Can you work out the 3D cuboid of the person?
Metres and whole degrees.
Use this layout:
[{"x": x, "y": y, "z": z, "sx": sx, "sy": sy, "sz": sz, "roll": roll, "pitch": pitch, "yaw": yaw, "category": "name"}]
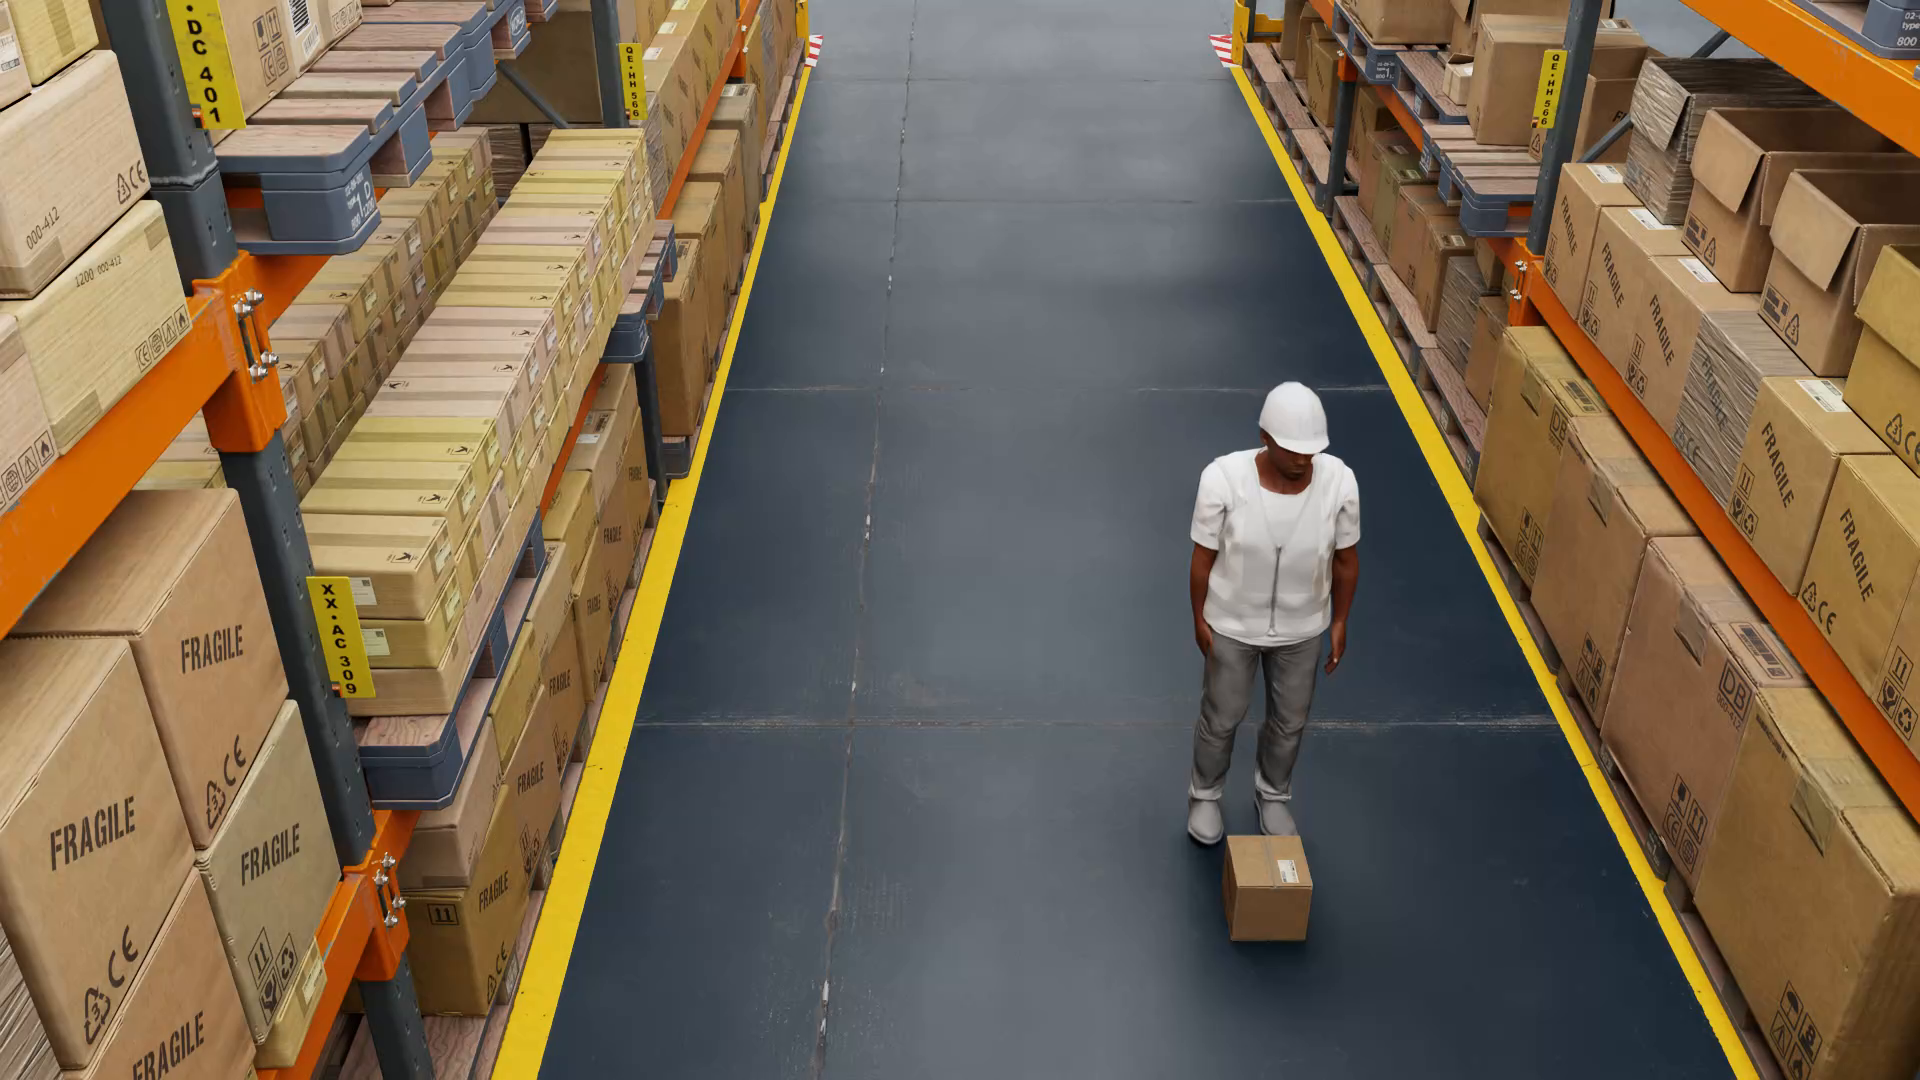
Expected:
[{"x": 1.052, "y": 0.271, "z": 5.667, "sx": 0.565, "sy": 1.763, "sz": 0.359, "roll": 1, "pitch": 31, "yaw": 1, "category": "person"}]
